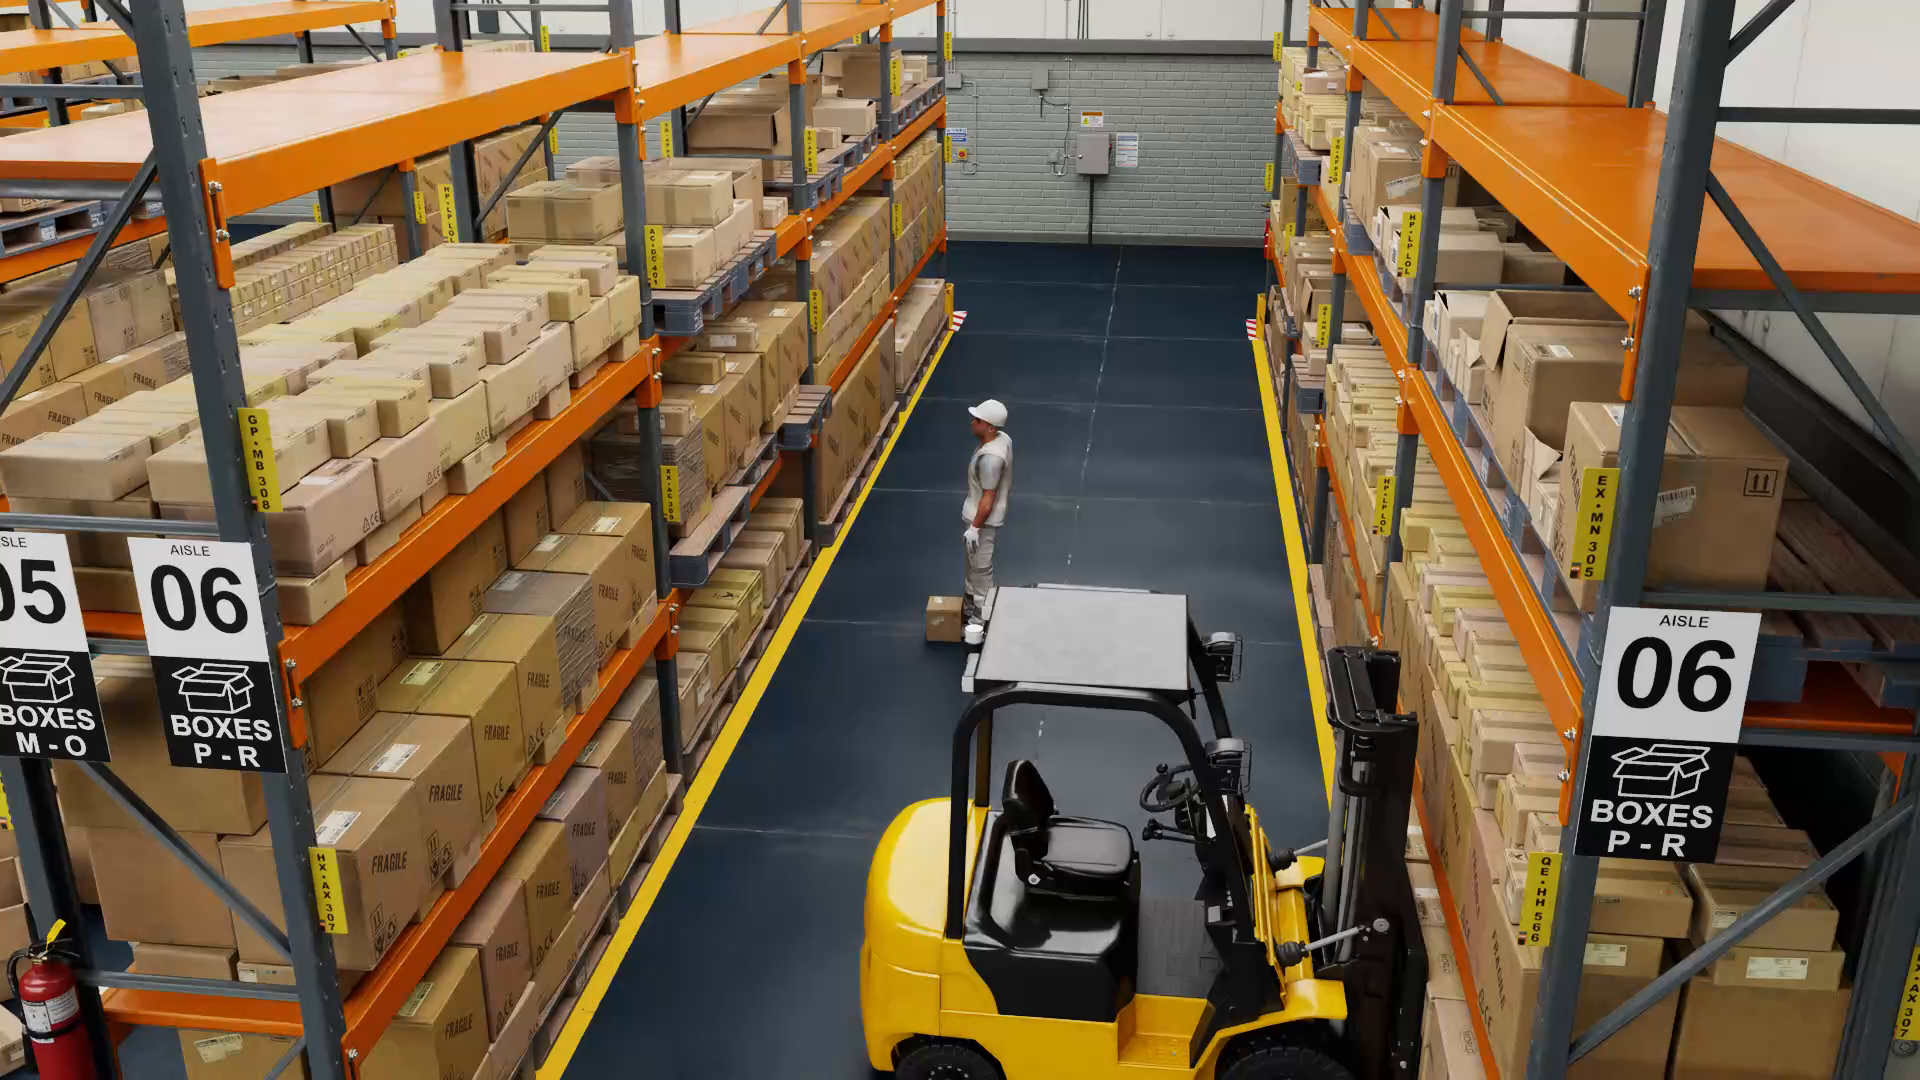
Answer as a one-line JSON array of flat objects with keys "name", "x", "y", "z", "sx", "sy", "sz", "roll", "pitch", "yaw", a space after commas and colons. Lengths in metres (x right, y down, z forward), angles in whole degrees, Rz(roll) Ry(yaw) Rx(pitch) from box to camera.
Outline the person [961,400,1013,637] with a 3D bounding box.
[{"name": "person", "x": 0.085, "y": -0.153, "z": 11.856, "sx": 0.562, "sy": 1.789, "sz": 0.638, "roll": 2, "pitch": 21, "yaw": 6}]
